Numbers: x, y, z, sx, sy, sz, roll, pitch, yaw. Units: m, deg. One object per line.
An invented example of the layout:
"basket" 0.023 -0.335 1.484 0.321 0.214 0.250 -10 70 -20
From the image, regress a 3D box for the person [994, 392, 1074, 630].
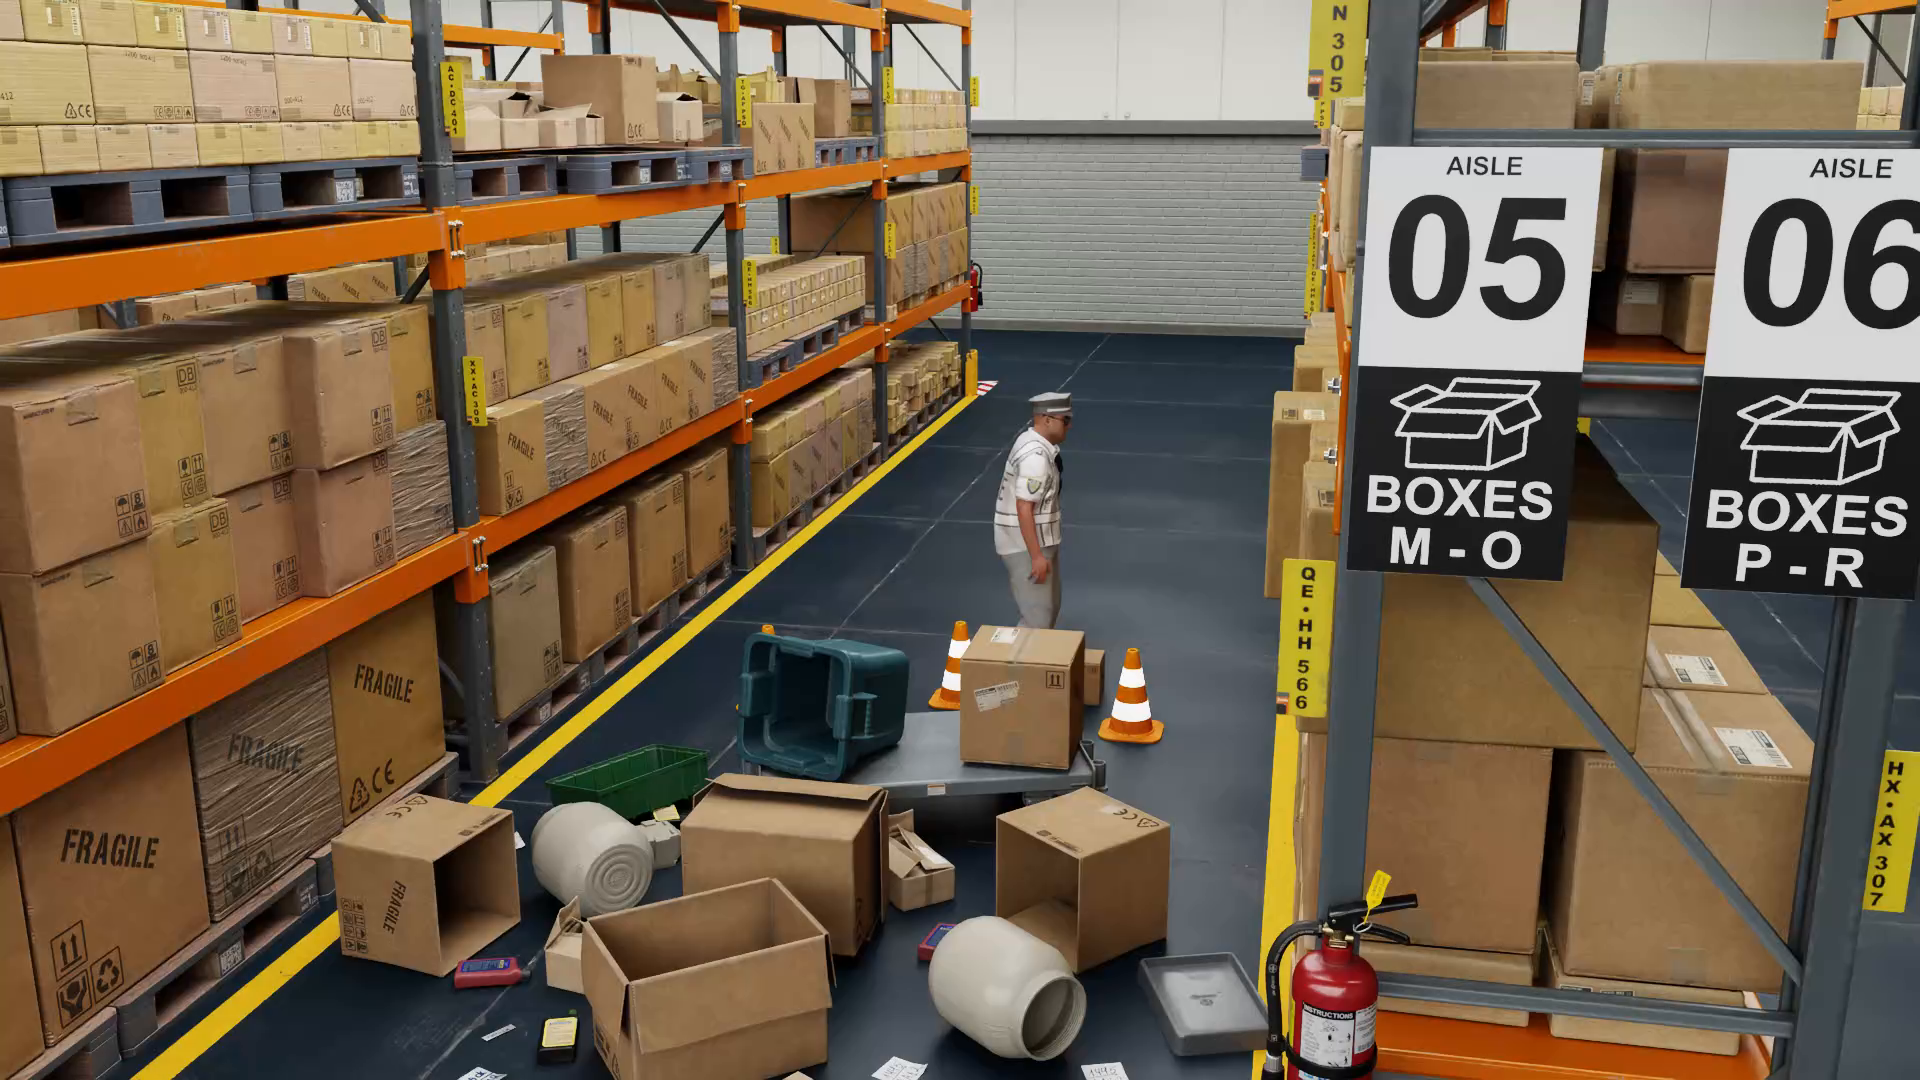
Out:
"person" 0.417 0.039 9.346 0.444 1.747 0.604 2 15 8
